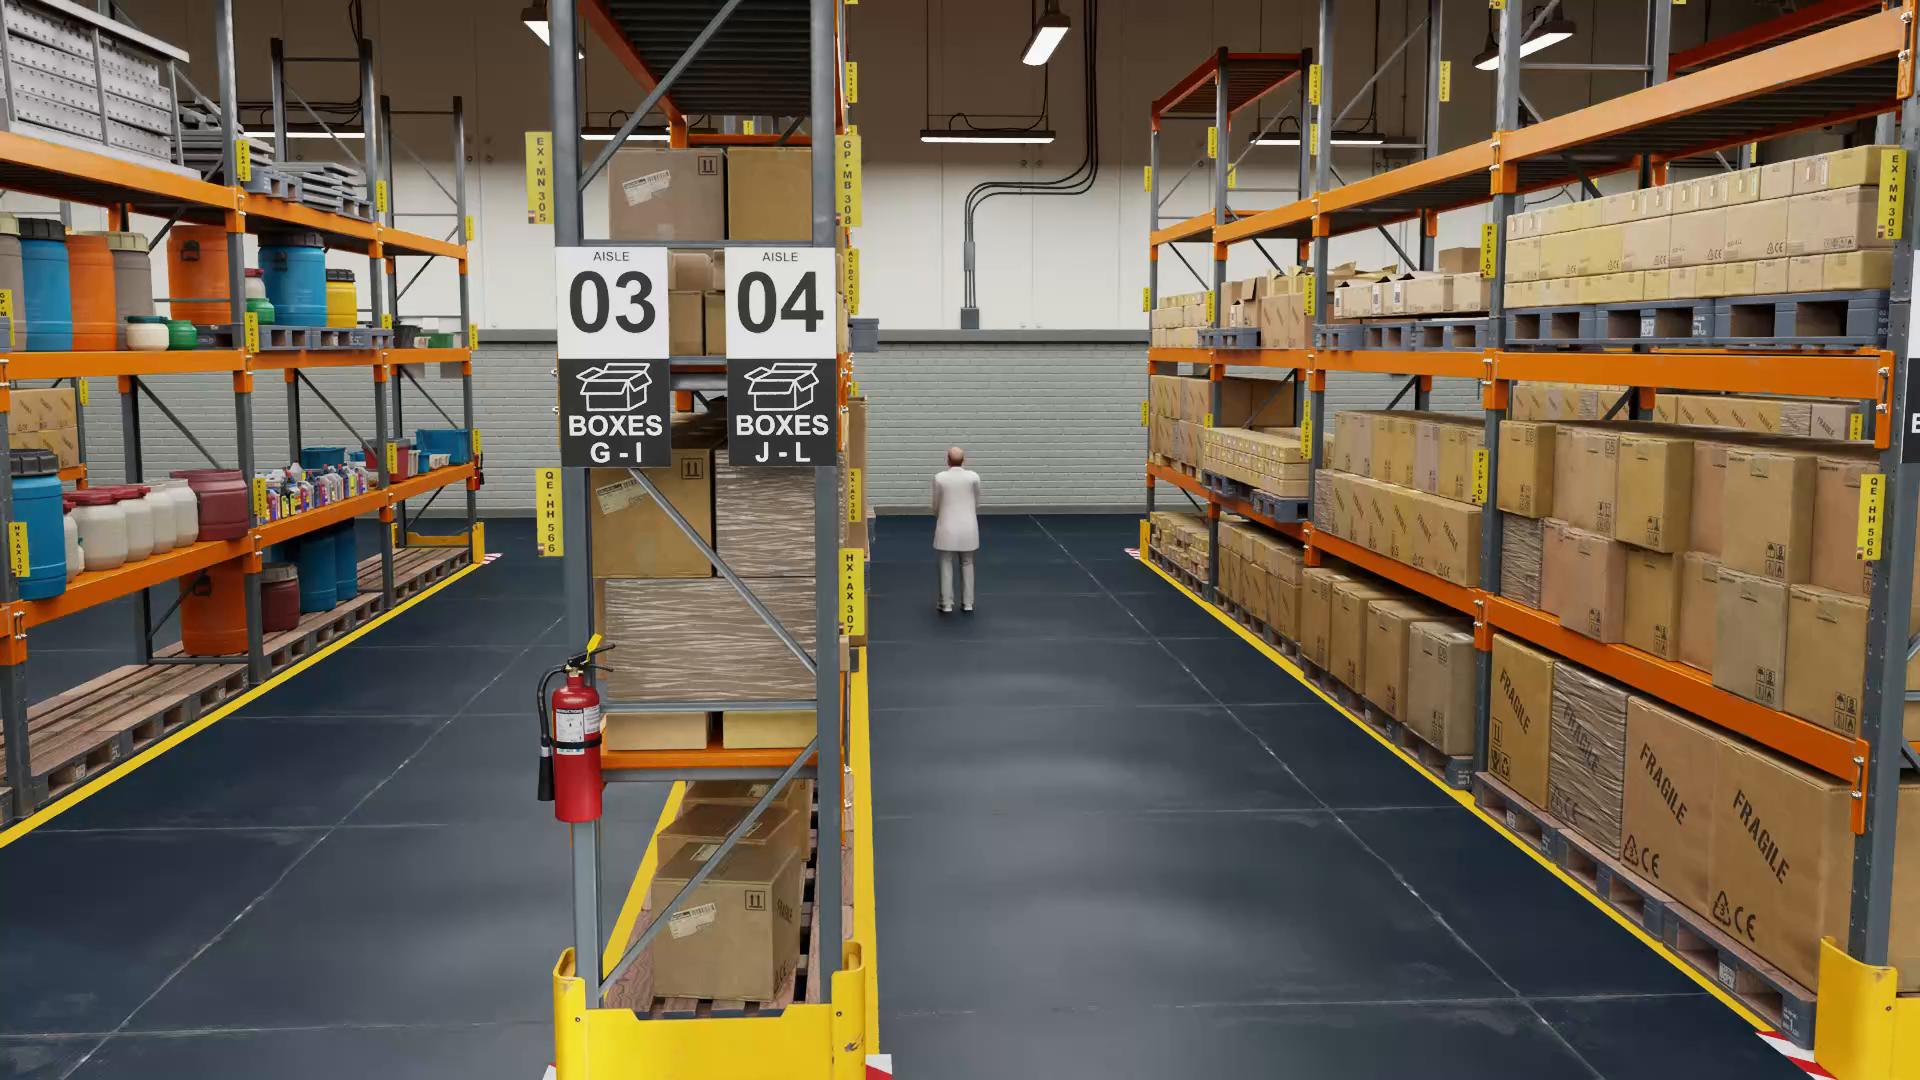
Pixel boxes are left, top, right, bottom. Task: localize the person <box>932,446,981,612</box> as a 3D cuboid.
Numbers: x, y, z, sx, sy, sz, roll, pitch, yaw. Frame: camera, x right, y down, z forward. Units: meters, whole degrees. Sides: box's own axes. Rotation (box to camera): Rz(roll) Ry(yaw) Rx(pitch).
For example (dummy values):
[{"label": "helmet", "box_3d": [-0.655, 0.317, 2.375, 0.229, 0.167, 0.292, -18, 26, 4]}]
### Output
[{"label": "person", "box_3d": [-0.059, -0.132, 17.922, 0.528, 1.773, 0.554, -1, 7, -10]}]
